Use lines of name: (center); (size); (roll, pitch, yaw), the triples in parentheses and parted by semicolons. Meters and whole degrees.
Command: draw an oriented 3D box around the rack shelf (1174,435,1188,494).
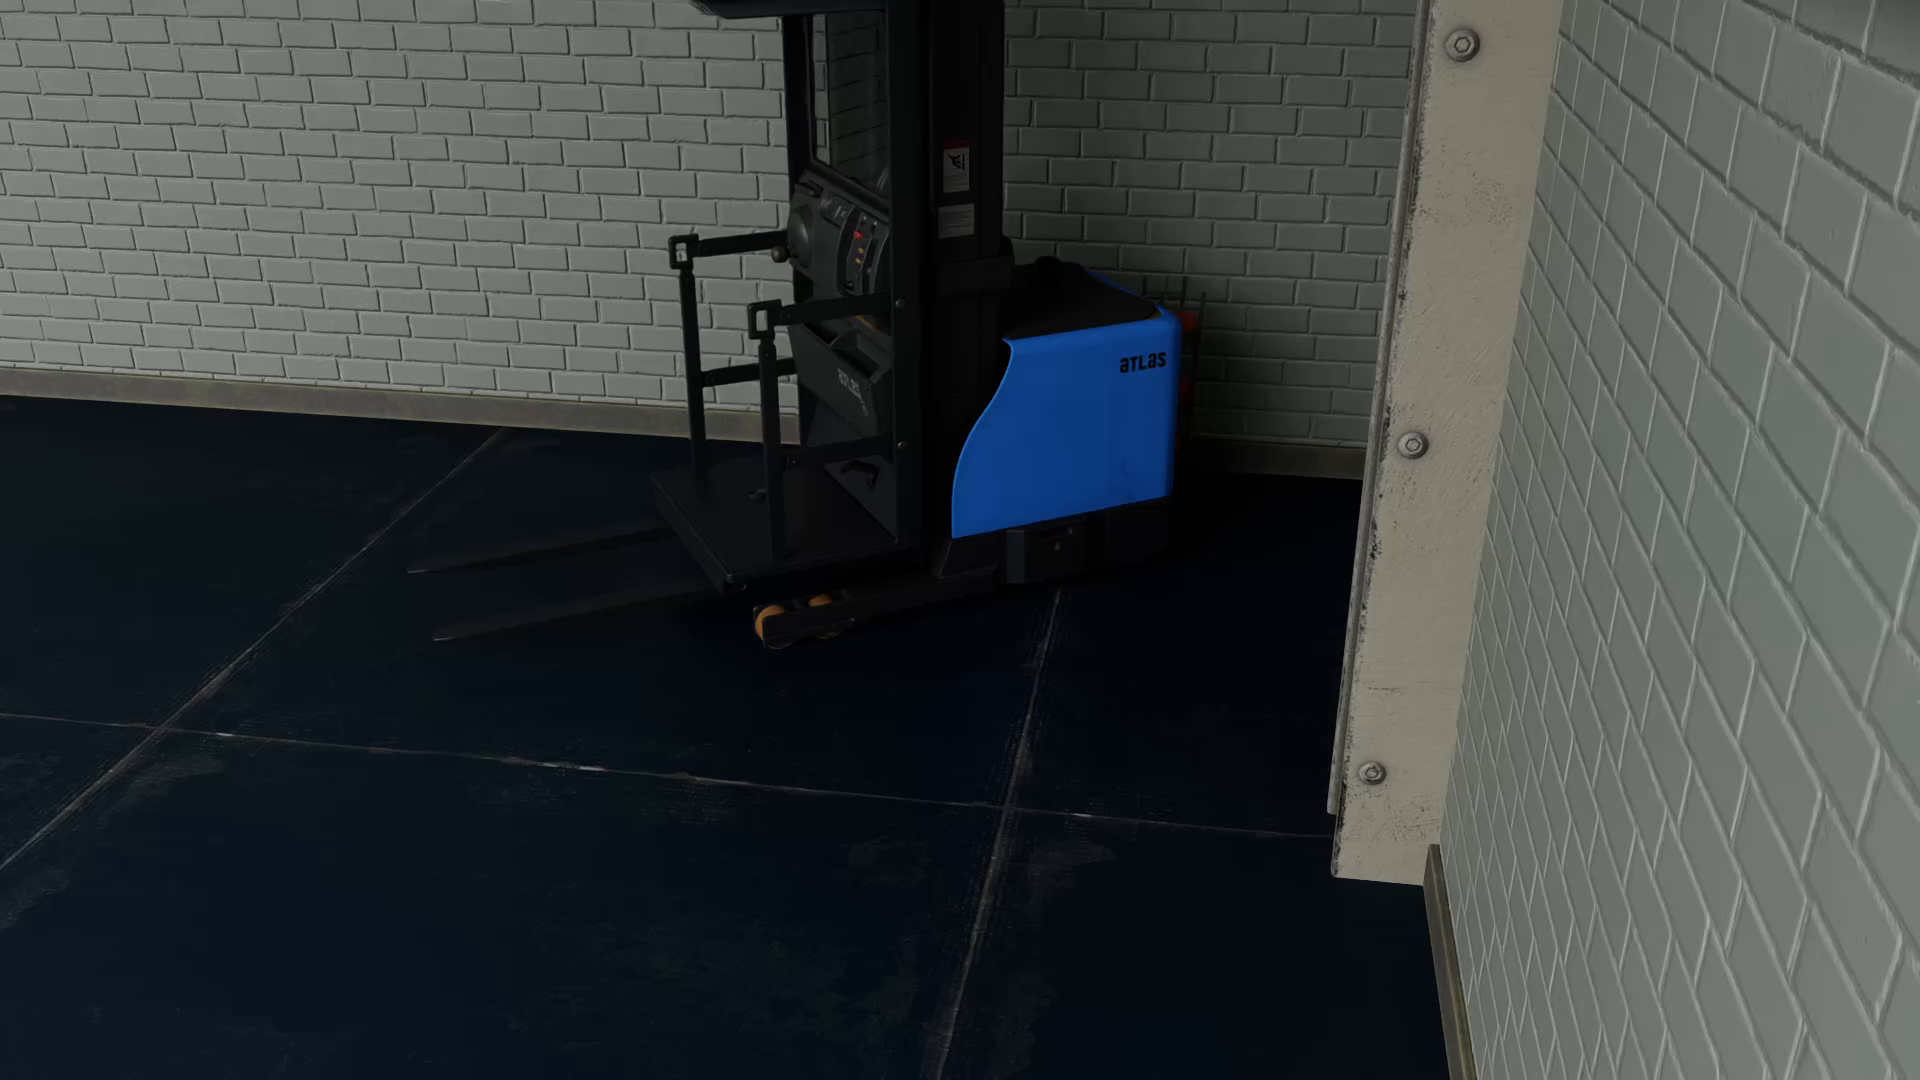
rack shelf: (0.871, -0.352, 7.430); (0.215, 0.259, 0.240); (-2, 25, -11)

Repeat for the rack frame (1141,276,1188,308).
rack frame: (0.862, -0.665, 7.419); (0.200, 1.050, 0.008); (-2, 25, -11)

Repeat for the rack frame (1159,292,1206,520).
rack frame: (0.910, -0.563, 7.202); (0.200, 1.050, 0.008); (-2, 25, -11)

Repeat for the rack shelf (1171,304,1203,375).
rack shelf: (0.900, -0.862, 7.197); (0.215, 0.259, 0.240); (-2, 25, -11)

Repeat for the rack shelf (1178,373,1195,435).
rack shelf: (0.886, -0.604, 7.315); (0.215, 0.259, 0.240); (-2, 25, -11)

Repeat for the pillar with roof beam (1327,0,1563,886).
pillar with roof beam: (-2.931, -3.422, 3.946); (9.100, 9.000, 0.400); (4, 25, 9)

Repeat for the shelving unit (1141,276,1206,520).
shelving unit: (0.886, -0.614, 7.310); (0.215, 1.050, 0.252); (-2, 25, -11)

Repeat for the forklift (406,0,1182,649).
forklift: (-0.653, -1.165, 6.282); (3.031, 2.935, 1.130); (-11, 27, -23)
